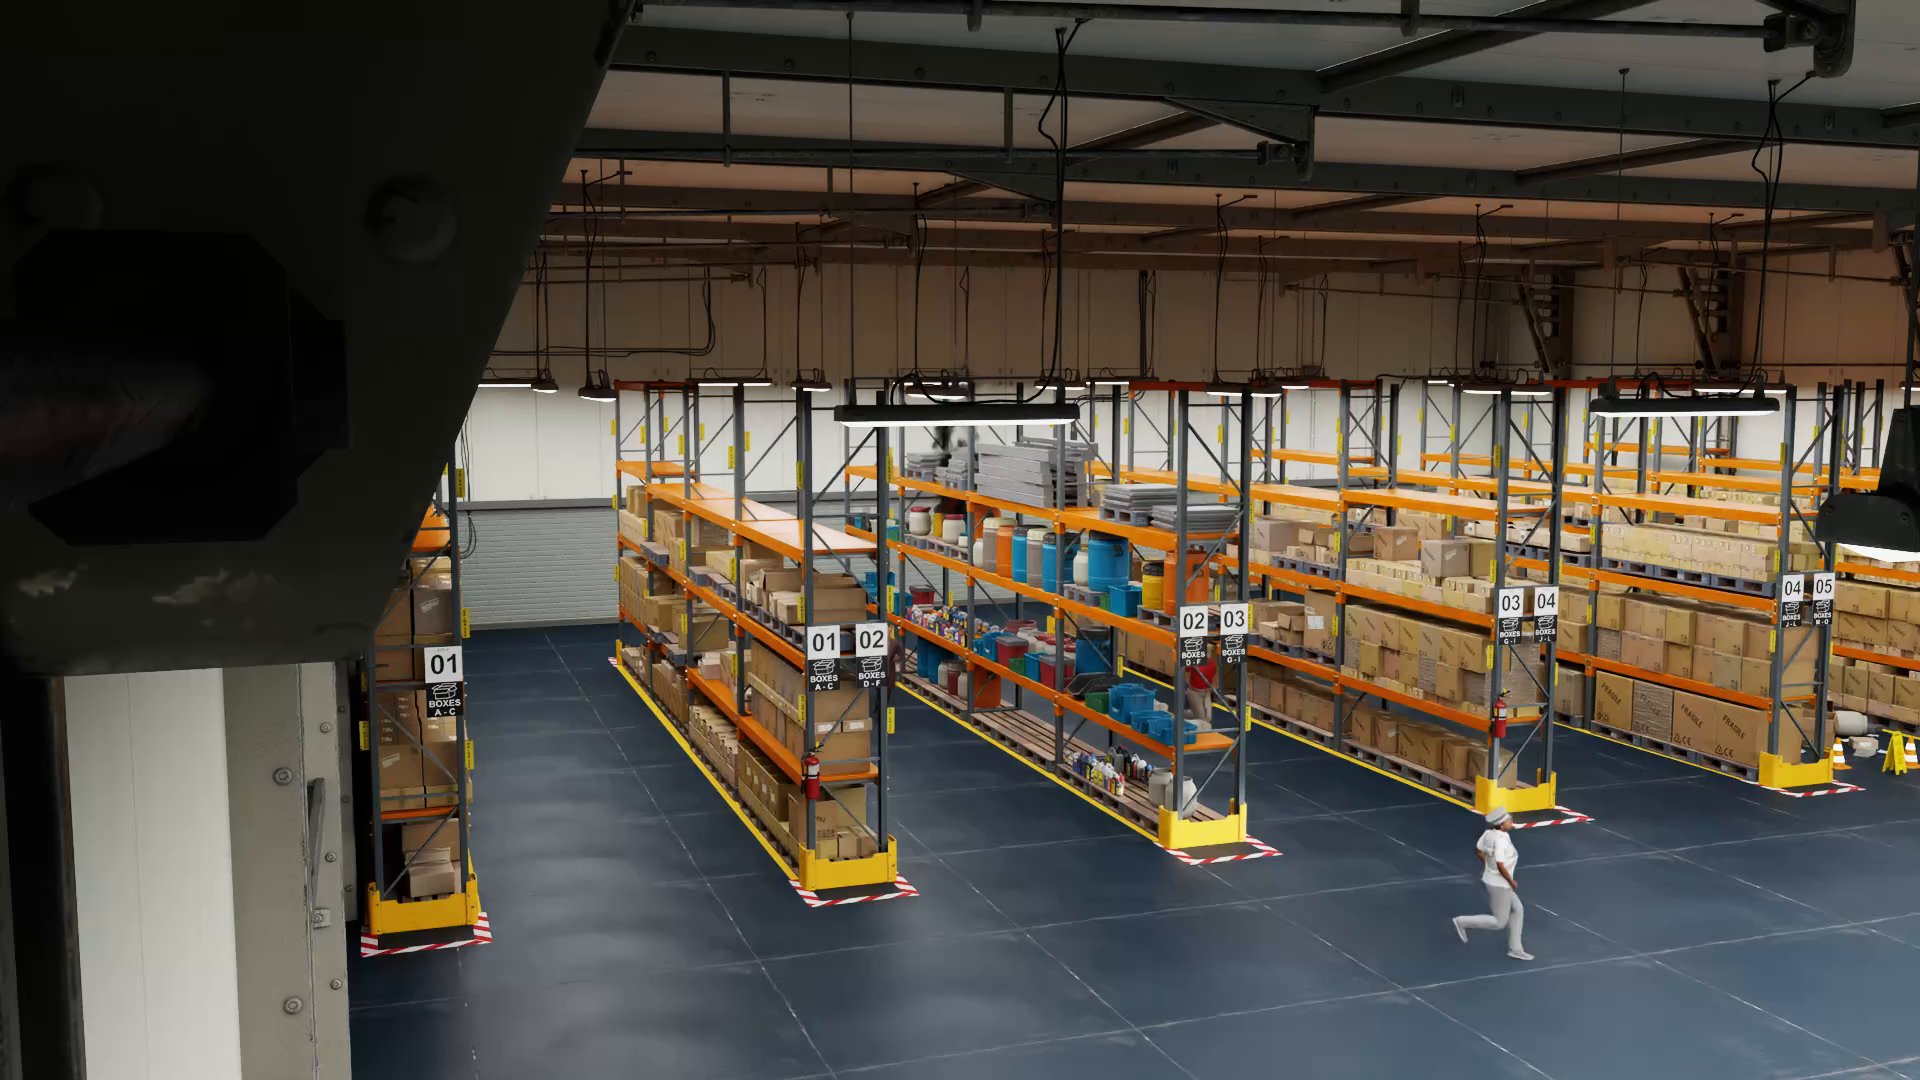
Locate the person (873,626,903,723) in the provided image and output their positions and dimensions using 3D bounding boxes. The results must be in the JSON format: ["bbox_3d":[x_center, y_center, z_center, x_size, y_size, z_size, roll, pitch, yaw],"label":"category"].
[{"bbox_3d":[-1.337,2.415,29.232,0.691,1.674,0.799,-3,7,-23],"label":"person"}]

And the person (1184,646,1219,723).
[{"bbox_3d":[4.000,2.585,27.788,0.702,1.682,0.705,-3,7,-29],"label":"person"}]

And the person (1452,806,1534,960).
[{"bbox_3d":[5.693,3.658,17.705,0.892,1.681,0.564,1,6,6],"label":"person"}]
